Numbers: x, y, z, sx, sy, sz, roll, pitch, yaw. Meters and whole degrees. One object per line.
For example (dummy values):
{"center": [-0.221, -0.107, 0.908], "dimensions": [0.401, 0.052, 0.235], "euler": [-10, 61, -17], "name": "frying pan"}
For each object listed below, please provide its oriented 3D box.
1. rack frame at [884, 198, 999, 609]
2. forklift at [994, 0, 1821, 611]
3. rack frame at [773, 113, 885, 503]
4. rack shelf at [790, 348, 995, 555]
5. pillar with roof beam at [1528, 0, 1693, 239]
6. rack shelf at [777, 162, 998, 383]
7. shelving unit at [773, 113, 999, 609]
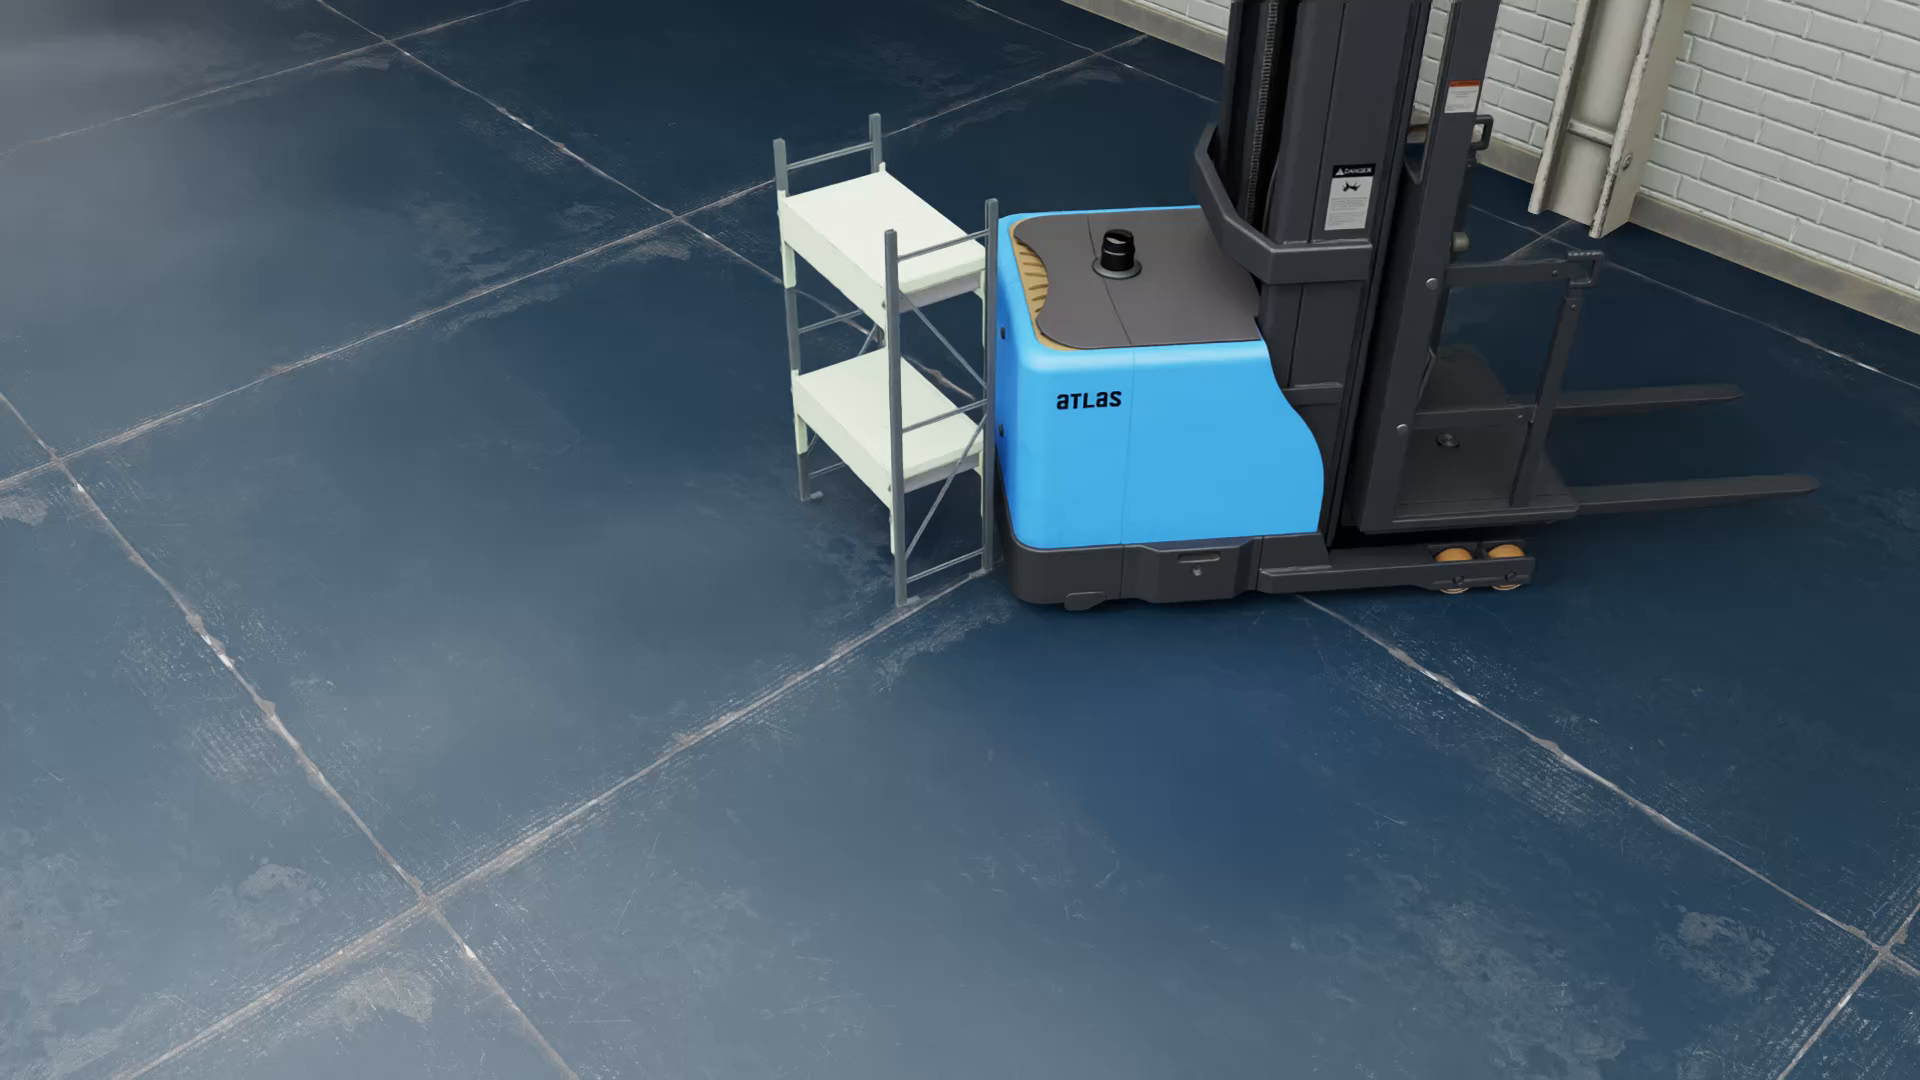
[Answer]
{"center": [-0.055, -0.410, 5.564], "dimensions": [0.400, 1.500, 0.023], "euler": [-21, 44, -24], "name": "rack frame"}
{"center": [1.642, -1.275, 5.496], "dimensions": [3.031, 2.935, 1.130], "euler": [-4, 39, -5], "name": "forklift"}
{"center": [-0.444, -0.800, 6.047], "dimensions": [0.400, 1.500, 0.023], "euler": [-21, 44, -24], "name": "rack frame"}
{"center": [-0.249, -0.352, 6.010], "dimensions": [0.431, 0.370, 0.720], "euler": [-21, 44, -24], "name": "rack shelf"}
{"center": [-0.100, -3.285, 3.156], "dimensions": [9.100, 9.000, 0.400], "euler": [-30, 48, -32], "name": "pillar with roof beam"}
{"center": [-0.249, -0.909, 5.560], "dimensions": [0.431, 0.370, 0.720], "euler": [-21, 44, -24], "name": "rack shelf"}
{"center": [-0.249, -0.605, 5.806], "dimensions": [0.431, 1.500, 0.755], "euler": [-21, 44, -24], "name": "shelving unit"}
